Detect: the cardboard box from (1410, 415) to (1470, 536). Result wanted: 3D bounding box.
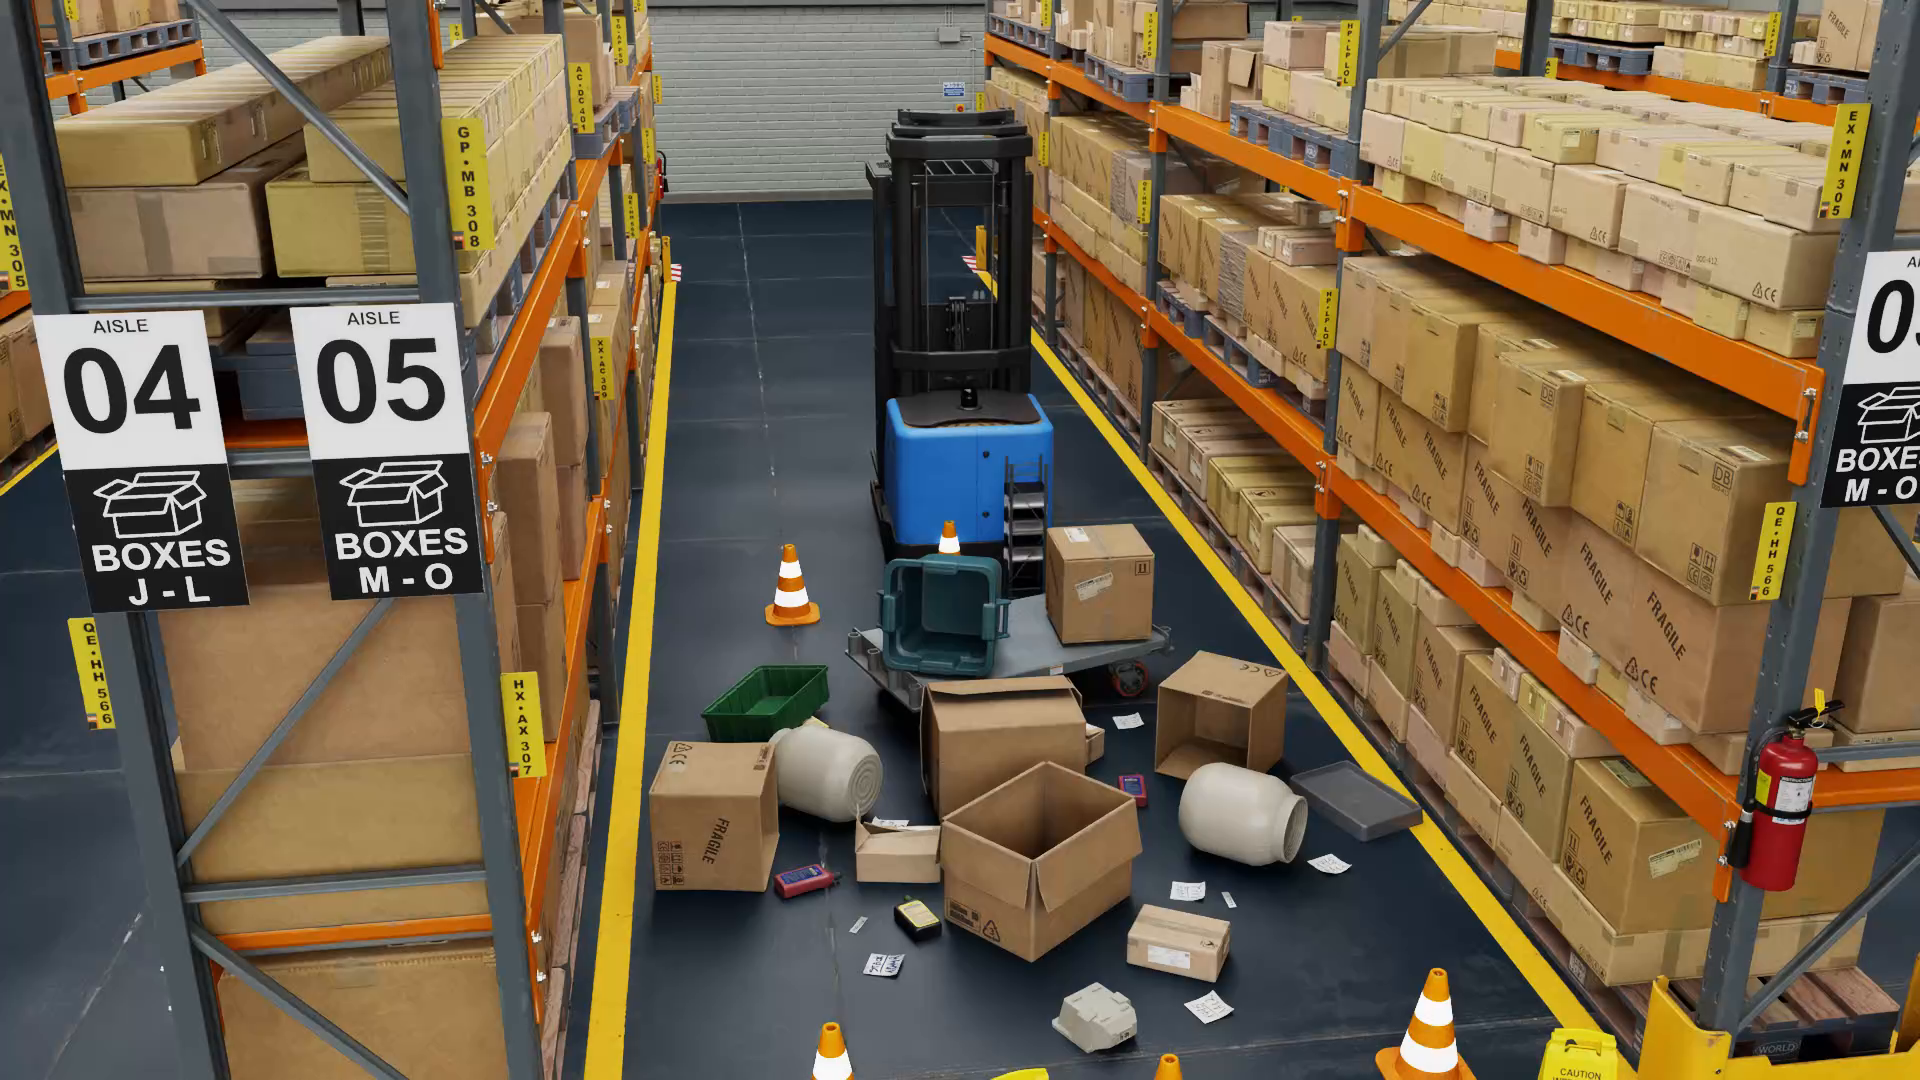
[{"bbox_3d":[2.472,-0.352,7.802,0.500,0.500,0.500,-3,21,-8],"label":"cardboard box"}]

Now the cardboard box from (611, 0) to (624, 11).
[{"bbox_3d":[-3.310,-5.033,15.547,0.380,0.149,0.250,-3,21,-9],"label":"cardboard box"}]

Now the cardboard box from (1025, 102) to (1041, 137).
[{"bbox_3d":[0.970,-4.290,17.342,0.500,0.500,0.500,-3,21,-9],"label":"cardboard box"}]

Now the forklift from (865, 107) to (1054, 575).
[{"bbox_3d":[-0.078,-1.592,11.789,1.130,2.935,3.031,-3,21,-7],"label":"forklift"}]

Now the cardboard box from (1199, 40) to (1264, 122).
[{"bbox_3d":[2.079,-3.187,11.533,0.700,0.500,0.500,-3,21,-8],"label":"cardboard box"}]

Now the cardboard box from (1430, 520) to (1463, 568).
[{"bbox_3d":[2.432,0.007,7.768,0.380,0.149,0.250,-3,21,-7],"label":"cardboard box"}]

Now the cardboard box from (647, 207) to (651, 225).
[{"bbox_3d":[-3.225,-3.161,16.252,0.380,0.149,0.250,-2,21,-6],"label":"cardboard box"}]

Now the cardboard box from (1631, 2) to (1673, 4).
[{"bbox_3d":[6.579,-5.008,15.741,0.380,0.149,0.250,-2,21,-6],"label":"cardboard box"}]

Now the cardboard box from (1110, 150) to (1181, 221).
[{"bbox_3d":[1.537,-2.922,13.681,0.500,0.500,0.500,-3,21,-7],"label":"cardboard box"}]

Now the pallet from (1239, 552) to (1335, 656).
[{"bbox_3d":[2.416,0.358,10.456,1.003,0.211,1.213,-3,21,-8],"label":"pallet"}]

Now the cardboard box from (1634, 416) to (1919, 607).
[{"bbox_3d":[2.816,-0.114,5.738,0.700,0.500,0.500,-3,21,-9],"label":"cardboard box"}]

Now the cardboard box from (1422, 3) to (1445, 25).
[{"bbox_3d":[5.659,-6.039,19.101,0.500,0.250,0.500,-4,21,-9],"label":"cardboard box"}]

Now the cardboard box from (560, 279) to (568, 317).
[{"bbox_3d":[-2.432,-1.081,8.752,0.700,0.500,0.500,-3,21,-9],"label":"cardboard box"}]

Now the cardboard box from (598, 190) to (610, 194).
[{"bbox_3d":[-3.029,-2.848,13.964,0.380,0.149,0.250,-3,21,-9],"label":"cardboard box"}]

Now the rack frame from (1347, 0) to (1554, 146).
[{"bbox_3d":[2.529,-3.489,8.197,1.000,3.000,0.127,-3,21,-8],"label":"rack frame"}]

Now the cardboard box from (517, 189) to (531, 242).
[{"bbox_3d":[-1.692,-1.112,5.736,0.380,0.149,0.250,-3,21,-8],"label":"cardboard box"}]

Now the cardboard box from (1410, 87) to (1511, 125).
[{"bbox_3d":[2.347,-2.034,7.807,0.380,0.149,0.250,-4,21,-10],"label":"cardboard box"}]

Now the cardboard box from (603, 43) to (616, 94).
[{"bbox_3d":[-2.483,-3.039,10.664,0.500,0.311,0.500,-3,21,-8],"label":"cardboard box"}]

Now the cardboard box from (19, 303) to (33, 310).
[{"bbox_3d":[-8.189,-1.620,14.204,1.225,0.875,0.875,-4,21,-10],"label":"cardboard box"}]

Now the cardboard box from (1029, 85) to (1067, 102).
[{"bbox_3d":[0.934,-4.714,17.550,0.380,0.149,0.250,-3,21,-8],"label":"cardboard box"}]

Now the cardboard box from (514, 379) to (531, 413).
[{"bbox_3d":[-2.115,-0.279,6.419,0.875,0.550,0.500,-3,21,-8],"label":"cardboard box"}]

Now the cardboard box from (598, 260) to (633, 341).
[{"bbox_3d":[-2.600,-1.684,11.794,0.500,0.500,0.500,-3,21,-8],"label":"cardboard box"}]

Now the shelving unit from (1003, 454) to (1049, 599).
[{"bbox_3d":[0.420,-0.085,10.658,0.258,0.900,0.210,-3,21,-7],"label":"shelving unit"}]

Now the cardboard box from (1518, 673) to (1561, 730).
[{"bbox_3d":[2.580,0.667,6.974,0.380,0.149,0.250,-3,21,-7],"label":"cardboard box"}]

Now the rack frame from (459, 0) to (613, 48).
[{"bbox_3d":[-2.931,-4.590,11.143,1.000,3.000,0.127,-3,21,-8],"label":"rack frame"}]

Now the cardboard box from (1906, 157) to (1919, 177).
[{"bbox_3d":[3.205,-1.175,5.507,0.380,0.149,0.250,-3,21,-8],"label":"cardboard box"}]

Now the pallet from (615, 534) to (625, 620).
[{"bbox_3d":[-2.719,0.225,10.811,1.003,0.211,1.213,-3,21,-8],"label":"pallet"}]

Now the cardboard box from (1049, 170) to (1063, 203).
[{"bbox_3d":[1.161,-3.446,16.156,0.500,0.250,0.500,-4,21,-9],"label":"cardboard box"}]

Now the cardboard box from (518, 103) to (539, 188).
[{"bbox_3d":[-1.813,-1.431,6.020,0.500,0.250,0.500,-3,21,-8],"label":"cardboard box"}]

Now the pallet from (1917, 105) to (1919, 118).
[{"bbox_3d":[7.215,-3.015,11.484,1.003,0.211,1.213,-2,21,-5],"label":"pallet"}]

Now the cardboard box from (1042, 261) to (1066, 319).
[{"bbox_3d":[1.392,-2.668,17.634,0.875,0.438,0.875,-3,21,-9],"label":"cardboard box"}]

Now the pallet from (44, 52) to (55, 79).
[{"bbox_3d":[-8.249,-3.950,13.990,0.805,0.209,1.217,-4,21,-10],"label":"pallet"}]

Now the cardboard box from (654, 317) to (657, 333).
[{"bbox_3d":[-3.242,-2.168,16.707,0.380,0.149,0.250,-4,21,-10],"label":"cardboard box"}]

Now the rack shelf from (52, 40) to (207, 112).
[{"bbox_3d":[-8.719,-4.710,16.780,1.077,0.370,4.000,-3,21,-8],"label":"rack shelf"}]

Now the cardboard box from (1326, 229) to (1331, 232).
[{"bbox_3d":[2.530,-1.761,10.976,0.500,0.500,0.500,-4,21,-10],"label":"cardboard box"}]

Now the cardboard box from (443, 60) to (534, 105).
[{"bbox_3d":[-1.767,-1.663,6.070,0.380,0.149,0.250,-3,21,-7],"label":"cardboard box"}]

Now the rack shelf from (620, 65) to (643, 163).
[{"bbox_3d":[-3.219,-3.540,13.648,1.077,0.370,4.000,-3,21,-8],"label":"rack shelf"}]

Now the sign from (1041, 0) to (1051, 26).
[{"bbox_3d":[0.827,-5.105,15.957,0.100,0.325,0.005,-3,21,-8],"label":"sign"}]

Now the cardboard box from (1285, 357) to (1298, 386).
[{"bbox_3d":[2.161,-1.014,9.904,0.380,0.149,0.250,-4,21,-9],"label":"cardboard box"}]

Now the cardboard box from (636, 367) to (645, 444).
[{"bbox_3d":[-2.781,-1.063,13.247,0.500,0.500,0.500,-4,21,-10],"label":"cardboard box"}]

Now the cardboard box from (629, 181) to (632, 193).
[{"bbox_3d":[-3.255,-3.255,15.477,0.380,0.149,0.250,-2,21,-6],"label":"cardboard box"}]

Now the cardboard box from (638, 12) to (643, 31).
[{"bbox_3d":[-3.466,-5.260,16.724,0.500,0.250,0.500,-3,21,-7],"label":"cardboard box"}]

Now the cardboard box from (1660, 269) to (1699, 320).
[{"bbox_3d":[2.705,-0.869,5.828,0.380,0.149,0.250,-2,21,-6],"label":"cardboard box"}]

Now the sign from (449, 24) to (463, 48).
[{"bbox_3d":[-3.468,-3.400,11.506,0.100,0.325,0.005,-3,21,-8],"label":"sign"}]

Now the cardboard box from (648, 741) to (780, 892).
[{"bbox_3d":[-1.115,1.261,7.621,0.500,0.500,0.500,1,20,2],"label":"cardboard box"}]

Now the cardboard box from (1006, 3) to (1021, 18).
[{"bbox_3d":[0.729,-5.976,18.759,0.380,0.149,0.250,-2,21,-6],"label":"cardboard box"}]

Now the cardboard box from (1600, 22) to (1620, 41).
[{"bbox_3d":[6.114,-4.666,15.251,0.380,0.149,0.250,-2,21,-6],"label":"cardboard box"}]

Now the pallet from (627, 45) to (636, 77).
[{"bbox_3d":[-3.524,-4.262,14.822,1.213,0.211,1.003,-3,21,-8],"label":"pallet"}]

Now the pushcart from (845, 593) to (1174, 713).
[{"bbox_3d":[0.280,0.682,9.351,1.648,0.377,0.936,-11,23,-26],"label":"pushcart"}]

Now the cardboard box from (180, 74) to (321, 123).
[{"bbox_3d":[-2.345,-1.454,5.510,0.380,0.149,0.250,-3,21,-9],"label":"cardboard box"}]

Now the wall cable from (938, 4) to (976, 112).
[{"bbox_3d":[-0.036,-7.275,25.412,0.585,1.953,0.123,-3,21,-8],"label":"wall cable"}]

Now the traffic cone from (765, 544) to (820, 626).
[{"bbox_3d":[-1.053,0.254,10.376,0.336,0.463,0.334,-3,21,-8],"label":"traffic cone"}]

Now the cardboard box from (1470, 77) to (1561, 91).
[{"bbox_3d":[2.791,-2.241,8.362,0.380,0.149,0.250,-2,21,-7],"label":"cardboard box"}]

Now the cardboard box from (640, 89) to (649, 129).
[{"bbox_3d":[-3.463,-4.342,17.057,0.500,0.500,0.500,-3,21,-7],"label":"cardboard box"}]

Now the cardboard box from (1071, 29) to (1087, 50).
[{"bbox_3d":[1.212,-4.486,14.885,0.380,0.166,0.250,-4,21,-11],"label":"cardboard box"}]

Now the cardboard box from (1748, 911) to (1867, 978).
[{"bbox_3d":[3.263,1.504,6.732,0.500,0.250,0.500,-3,21,-8],"label":"cardboard box"}]

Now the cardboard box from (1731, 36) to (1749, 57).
[{"bbox_3d":[6.557,-4.039,13.599,0.380,0.149,0.250,-3,21,-9],"label":"cardboard box"}]
